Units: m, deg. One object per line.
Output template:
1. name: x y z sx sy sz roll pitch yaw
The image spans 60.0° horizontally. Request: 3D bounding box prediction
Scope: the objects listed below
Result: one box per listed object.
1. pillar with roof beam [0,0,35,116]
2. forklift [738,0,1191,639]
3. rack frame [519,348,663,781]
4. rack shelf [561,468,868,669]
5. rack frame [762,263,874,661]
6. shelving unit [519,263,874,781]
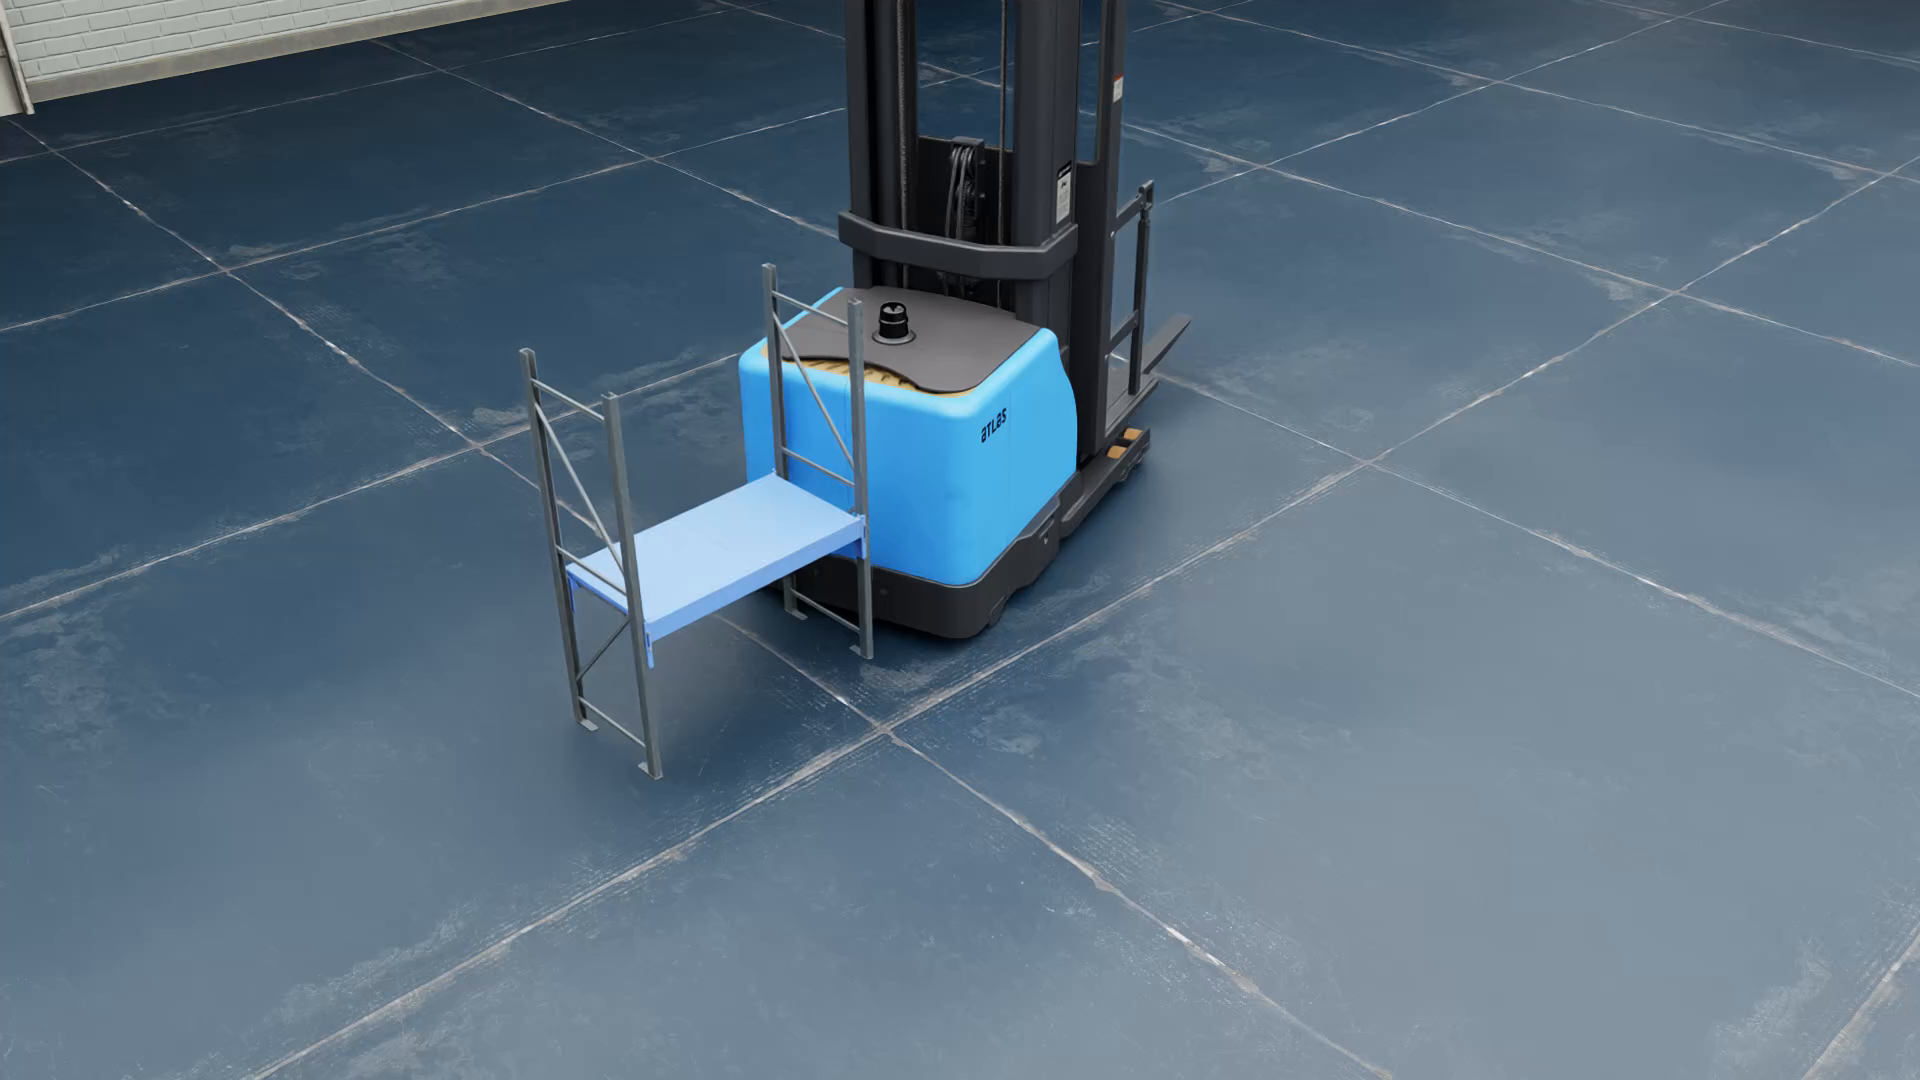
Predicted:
1. pillar with roof beam: -4.272 -5.389 7.437 0.400 9.000 9.100 -26 40 -35
2. forklift: 0.242 -1.613 7.079 1.130 2.935 3.031 15 34 22
3. rack frame: -1.238 0.113 5.627 0.500 1.500 0.032 27 41 37
4. rack shelf: -0.882 0.078 6.030 0.538 0.185 1.000 27 41 37
5. rack frame: -0.525 -0.265 6.246 0.500 1.500 0.032 27 41 37
6. shelving unit: -0.882 -0.076 5.936 0.538 1.500 1.048 27 41 37
